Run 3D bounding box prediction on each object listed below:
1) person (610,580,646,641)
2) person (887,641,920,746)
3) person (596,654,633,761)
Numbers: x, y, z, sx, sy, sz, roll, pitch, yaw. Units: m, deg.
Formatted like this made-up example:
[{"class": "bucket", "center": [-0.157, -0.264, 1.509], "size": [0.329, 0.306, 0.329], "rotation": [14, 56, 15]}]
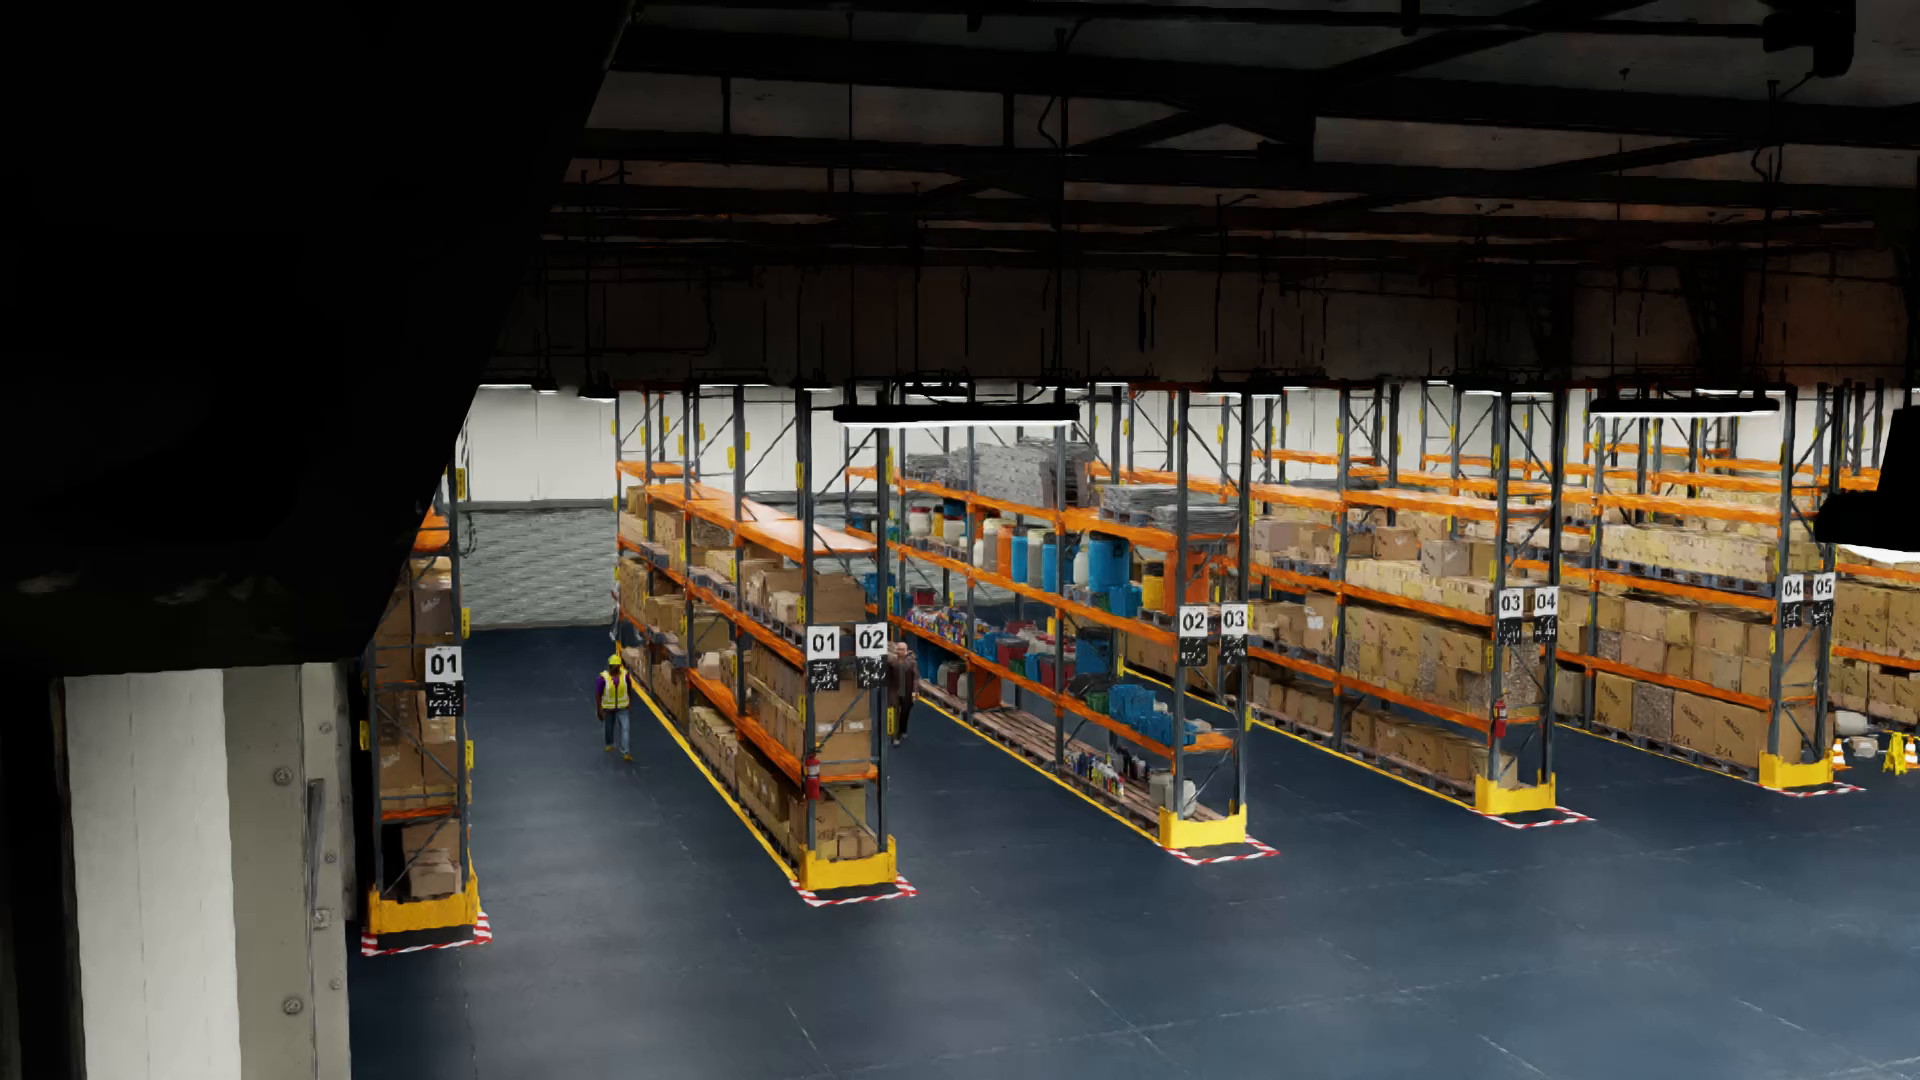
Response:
[{"class": "person", "center": [-7.647, 1.460, 37.895], "size": [0.688, 1.716, 0.796], "rotation": [-5, 8, -39]}, {"class": "person", "center": [-0.962, 2.537, 27.690], "size": [0.573, 1.715, 1.103], "rotation": [-1, 6, -11]}, {"class": "person", "center": [-5.542, 2.661, 26.684], "size": [0.577, 1.691, 1.120], "rotation": [-2, 6, -17]}]
